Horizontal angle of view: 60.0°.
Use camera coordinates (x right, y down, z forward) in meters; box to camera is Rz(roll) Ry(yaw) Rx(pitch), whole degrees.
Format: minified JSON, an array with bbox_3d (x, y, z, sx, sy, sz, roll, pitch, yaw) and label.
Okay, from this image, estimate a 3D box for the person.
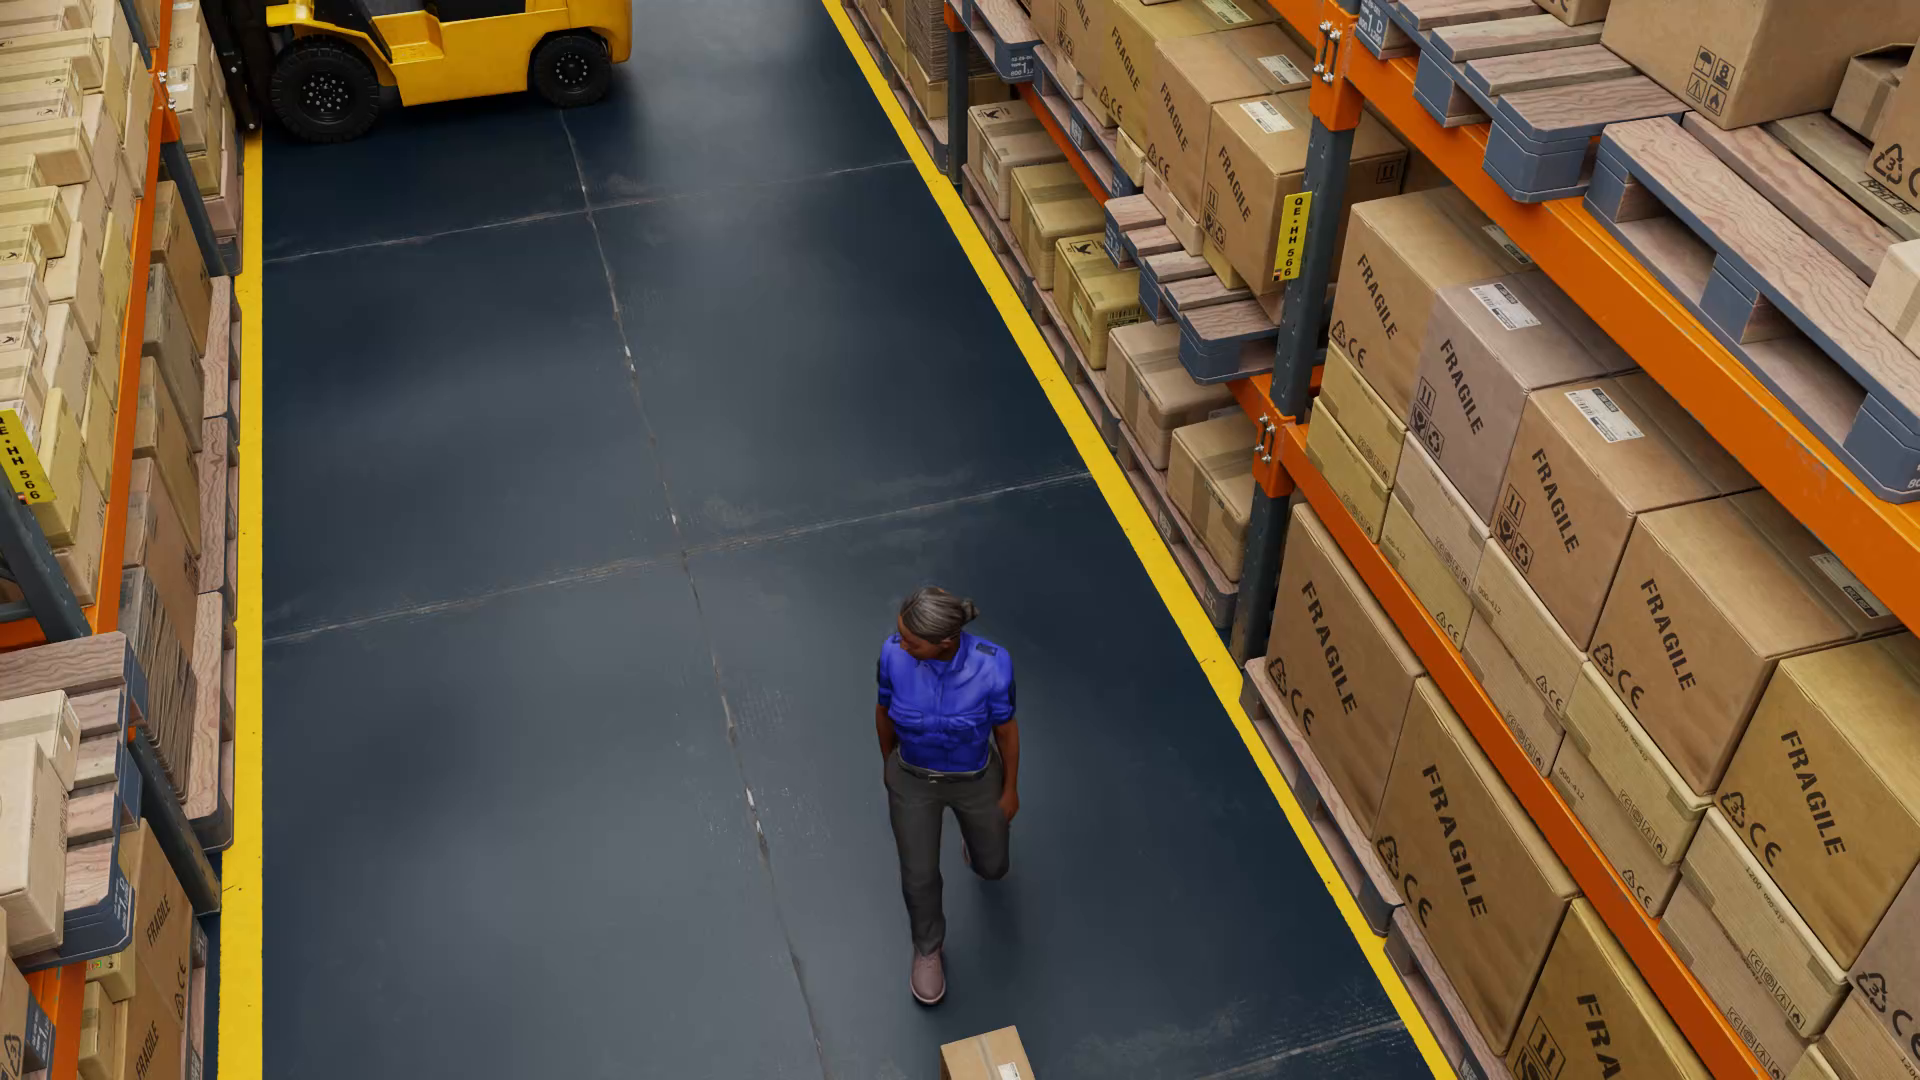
[{"bbox_3d":[-0.038,0.739,5.341,0.467,1.635,0.725,3,43,3],"label":"person"}]
